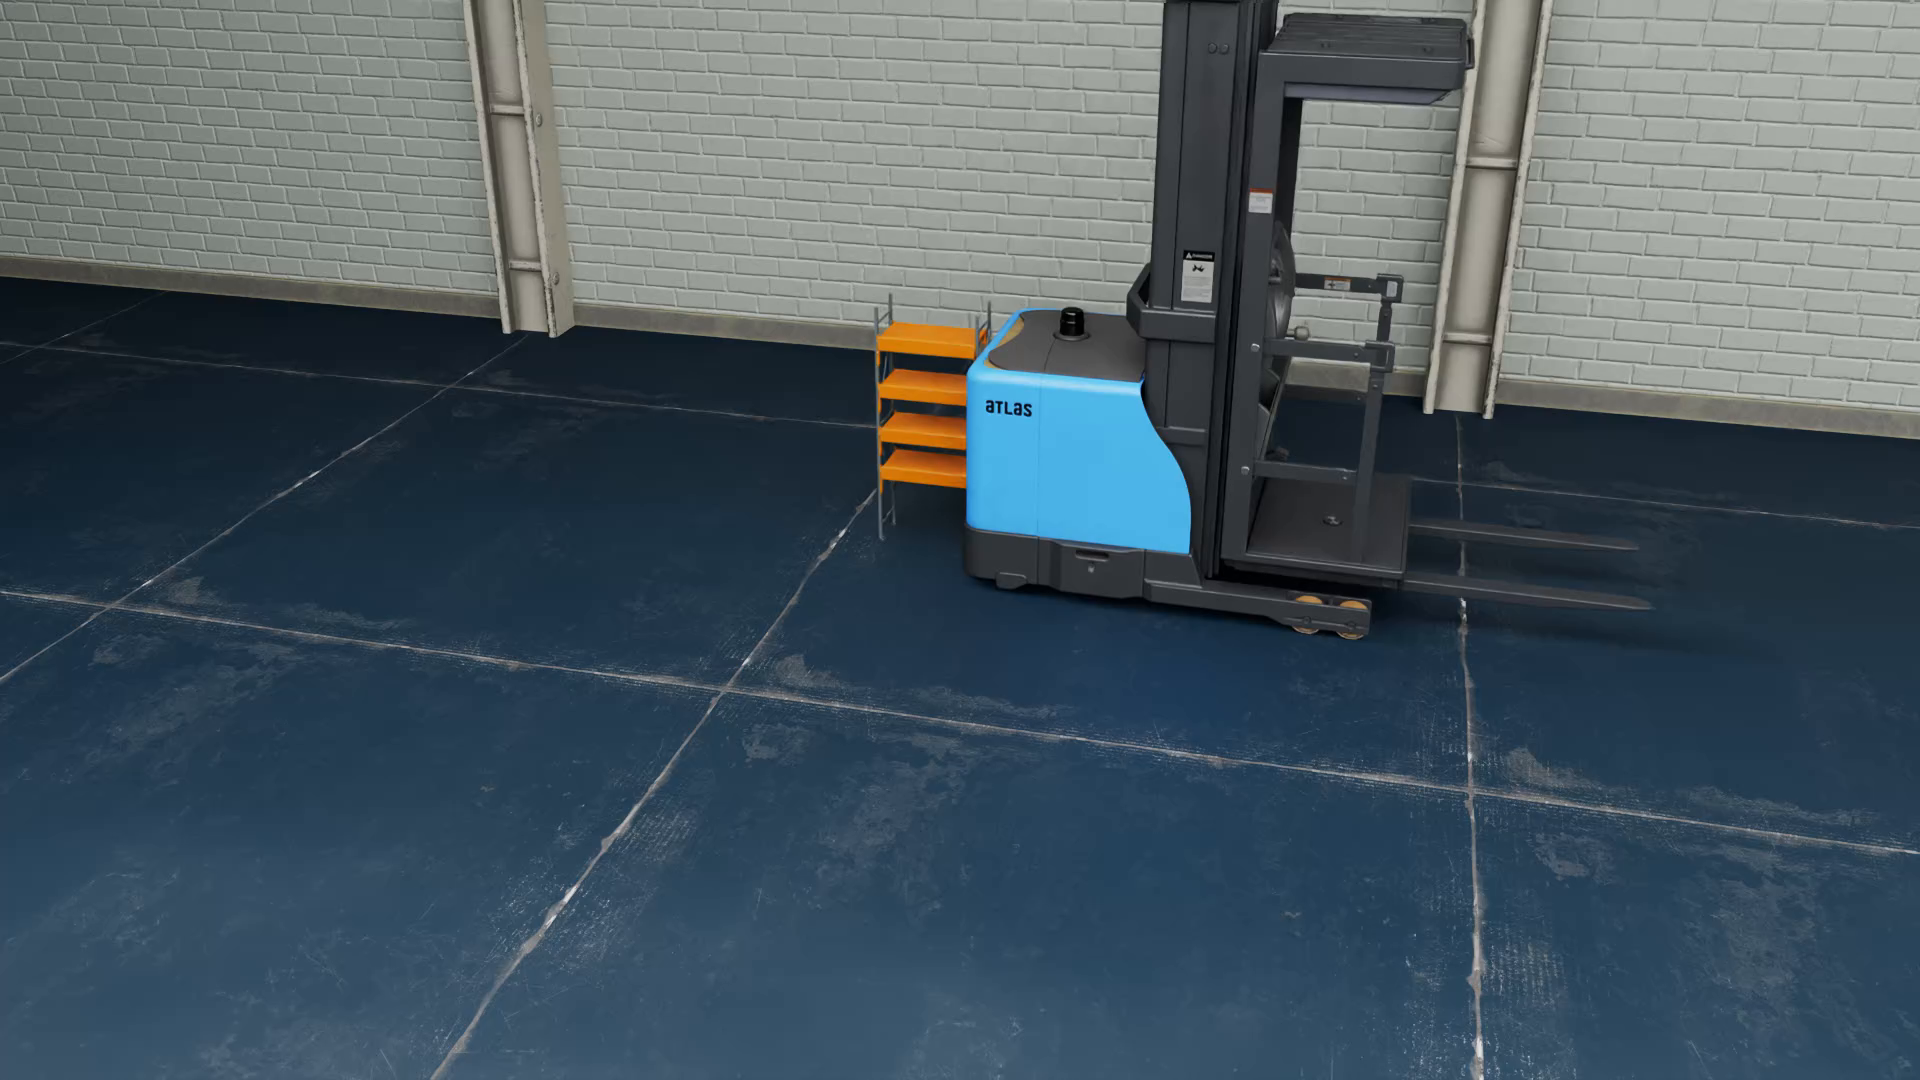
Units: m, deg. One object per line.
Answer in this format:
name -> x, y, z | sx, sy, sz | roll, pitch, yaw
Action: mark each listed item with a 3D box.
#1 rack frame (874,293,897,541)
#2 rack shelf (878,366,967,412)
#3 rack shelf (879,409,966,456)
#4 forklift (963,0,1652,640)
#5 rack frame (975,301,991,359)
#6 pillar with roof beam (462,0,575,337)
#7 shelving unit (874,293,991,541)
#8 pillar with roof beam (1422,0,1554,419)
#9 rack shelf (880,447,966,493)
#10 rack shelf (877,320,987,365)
rack frame -> -0.361, -0.588, 8.089 | 0.015, 1.200, 0.240 | 7, 26, 14
rack shelf -> -0.126, -0.701, 7.963 | 0.480, 0.148, 0.258 | 7, 26, 14
rack shelf -> -0.126, -0.499, 8.059 | 0.480, 0.148, 0.258 | 7, 26, 14
forklift -> 1.591, -1.139, 7.233 | 3.031, 2.935, 1.130 | 7, 26, 14
rack frame -> 0.109, -0.532, 7.971 | 0.015, 1.200, 0.240 | 7, 26, 14
pillar with roof beam -> -3.918, -3.706, 5.567 | 0.400, 9.000, 9.100 | 6, 26, 13
shelving unit -> -0.126, -0.560, 8.030 | 0.503, 1.200, 0.258 | 7, 26, 14
pillar with roof beam -> 1.893, -3.064, 4.217 | 0.400, 9.000, 9.100 | 6, 26, 13
rack shelf -> -0.126, -0.320, 8.144 | 0.480, 0.148, 0.258 | 7, 26, 14
rack shelf -> -0.126, -0.915, 7.861 | 0.480, 0.148, 0.258 | 7, 26, 14
